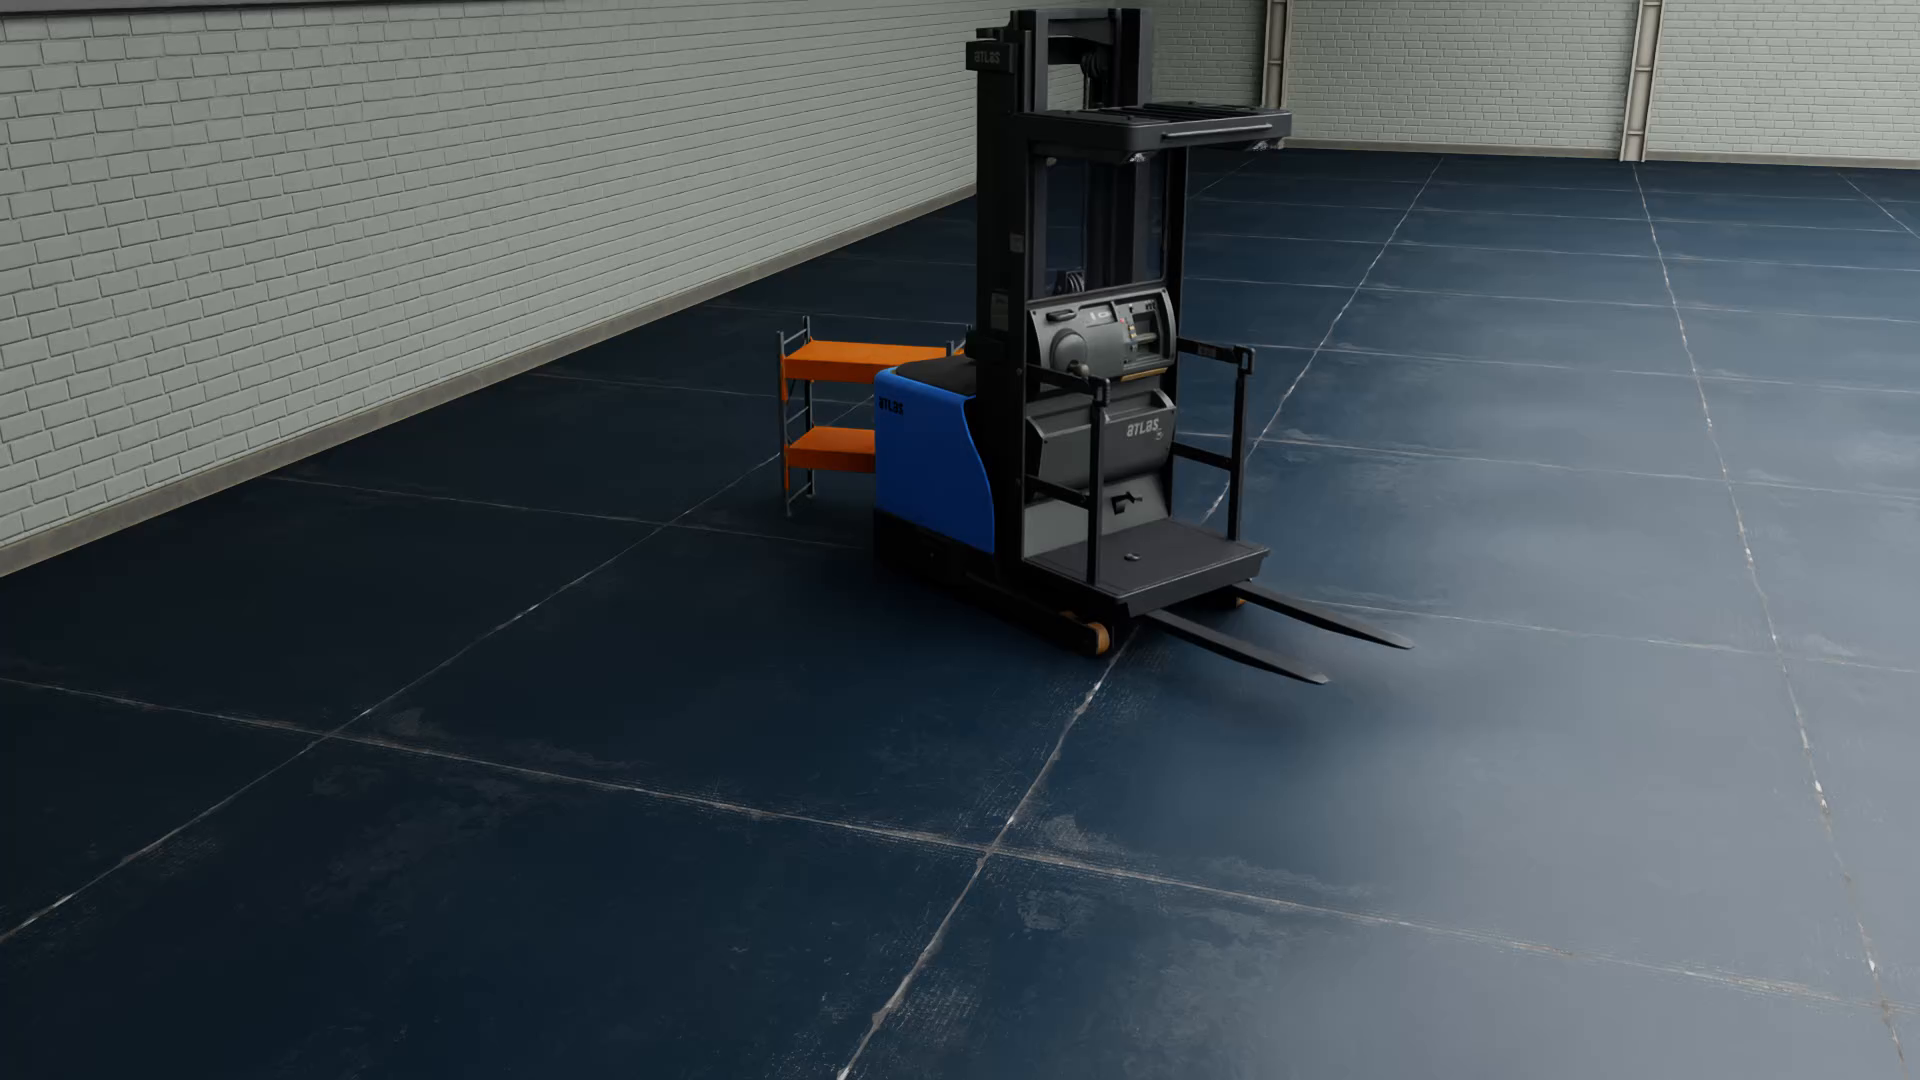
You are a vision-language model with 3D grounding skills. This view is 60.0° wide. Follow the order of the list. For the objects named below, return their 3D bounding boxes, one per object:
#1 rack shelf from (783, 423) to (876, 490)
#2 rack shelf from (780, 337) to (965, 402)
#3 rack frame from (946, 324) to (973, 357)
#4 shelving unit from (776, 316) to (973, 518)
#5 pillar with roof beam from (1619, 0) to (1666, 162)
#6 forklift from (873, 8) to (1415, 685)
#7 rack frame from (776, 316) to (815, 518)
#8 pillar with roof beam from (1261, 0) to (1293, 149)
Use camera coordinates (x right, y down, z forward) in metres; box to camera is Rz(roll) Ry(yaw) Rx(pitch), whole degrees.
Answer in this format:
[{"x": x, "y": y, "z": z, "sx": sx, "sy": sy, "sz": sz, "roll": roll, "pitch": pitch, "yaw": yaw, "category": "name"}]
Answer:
[{"x": -0.494, "y": -0.473, "z": 9.966, "sx": 1.000, "sy": 0.278, "sz": 0.538, "roll": 5, "pitch": 20, "yaw": 14, "category": "rack shelf"}, {"x": -0.494, "y": -0.980, "z": 9.790, "sx": 1.000, "sy": 0.278, "sz": 0.538, "roll": 5, "pitch": 20, "yaw": 14, "category": "rack shelf"}, {"x": -0.001, "y": -0.662, "z": 9.767, "sx": 0.032, "sy": 1.125, "sz": 0.500, "roll": 5, "pitch": 20, "yaw": 14, "category": "rack frame"}, {"x": -0.494, "y": -0.704, "z": 9.886, "sx": 1.048, "sy": 1.125, "sz": 0.538, "roll": 5, "pitch": 20, "yaw": 14, "category": "shelving unit"}, {"x": 9.801, "y": -9.251, "z": 22.444, "sx": 0.400, "sy": 9.000, "sz": 9.100, "roll": 7, "pitch": 20, "yaw": 18, "category": "pillar with roof beam"}, {"x": 0.845, "y": -1.011, "z": 8.022, "sx": 1.130, "sy": 2.935, "sz": 3.031, "roll": -15, "pitch": 24, "yaw": -37, "category": "forklift"}, {"x": -0.986, "y": -0.745, "z": 10.005, "sx": 0.032, "sy": 1.125, "sz": 0.500, "roll": 5, "pitch": 20, "yaw": 14, "category": "rack frame"}, {"x": 4.133, "y": -9.899, "z": 24.303, "sx": 0.400, "sy": 9.000, "sz": 9.100, "roll": 7, "pitch": 20, "yaw": 18, "category": "pillar with roof beam"}]
